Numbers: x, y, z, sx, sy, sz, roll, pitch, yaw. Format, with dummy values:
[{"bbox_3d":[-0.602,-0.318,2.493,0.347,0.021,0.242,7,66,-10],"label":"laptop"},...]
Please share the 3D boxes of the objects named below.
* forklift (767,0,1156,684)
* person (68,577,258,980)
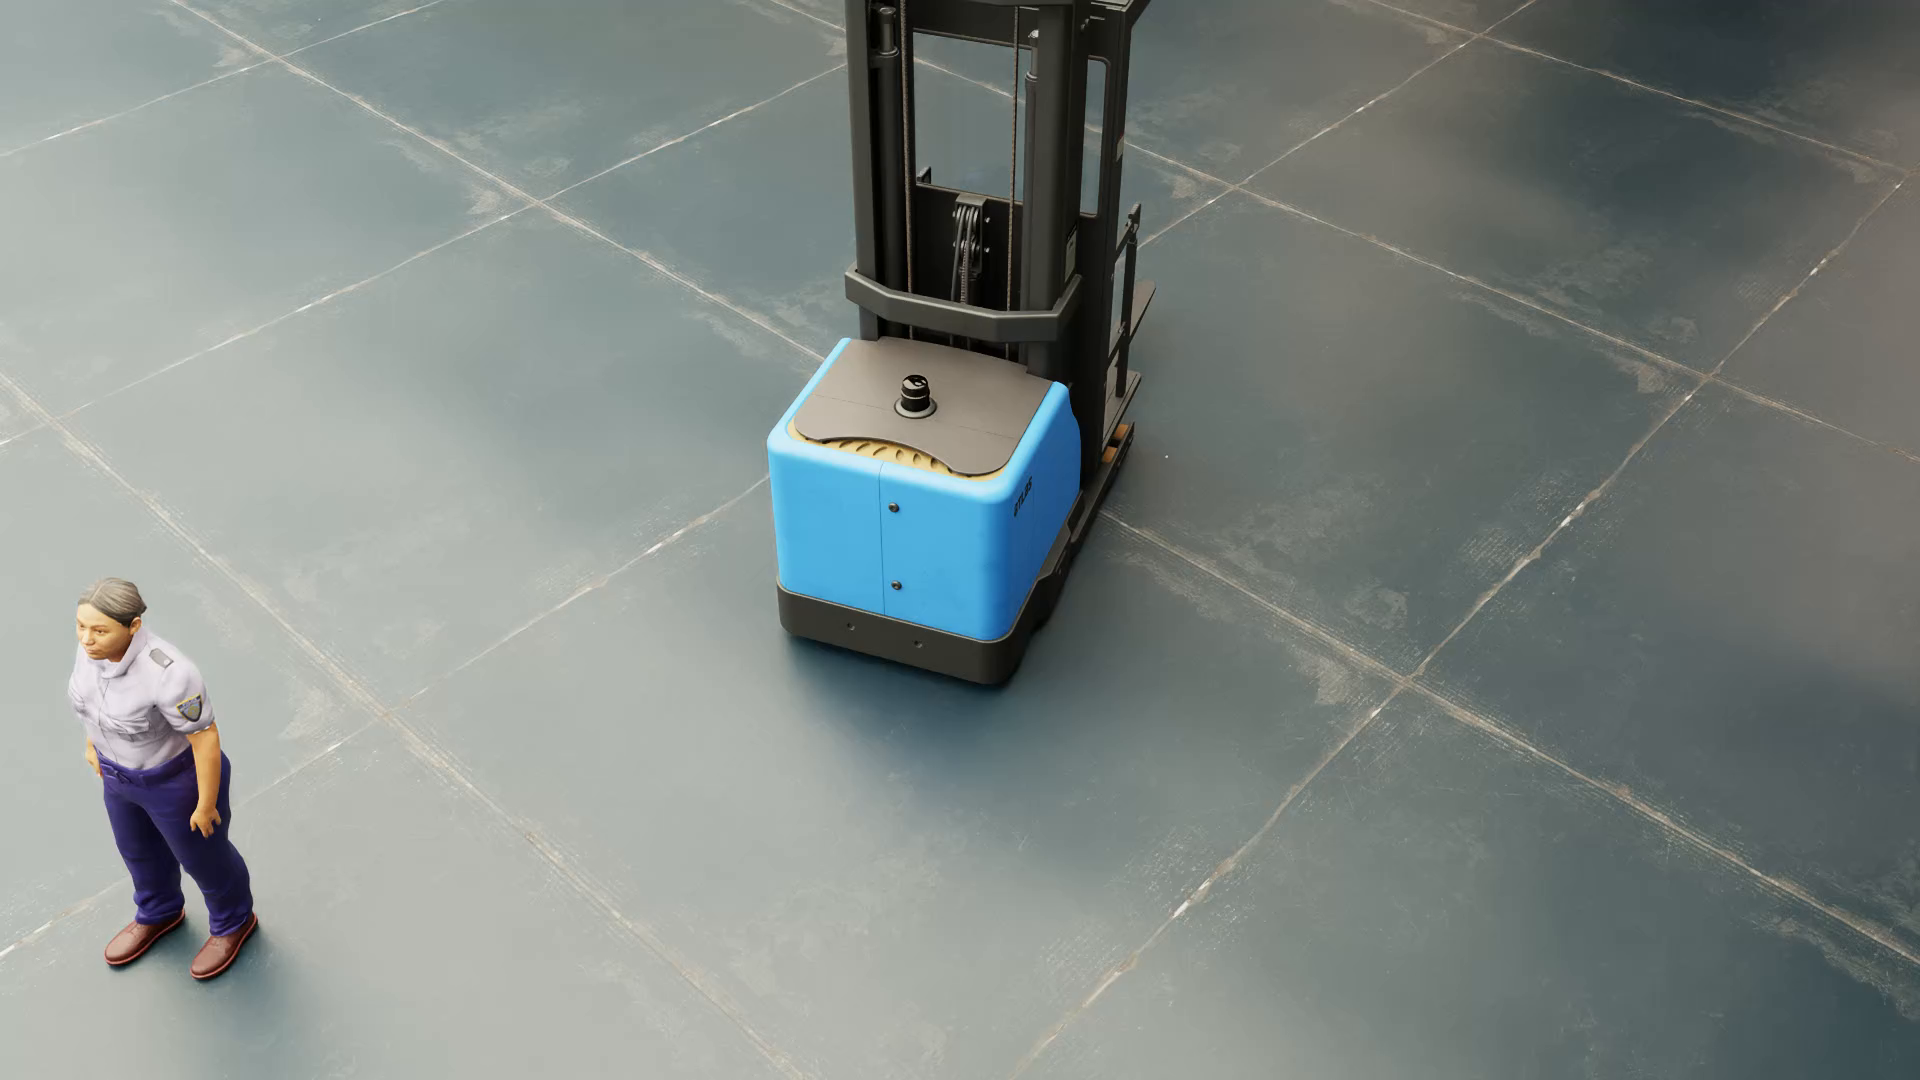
[{"bbox_3d":[0.211,-1.484,7.158,1.130,2.935,3.031,14,42,15],"label":"forklift"},{"bbox_3d":[-2.689,0.820,5.446,0.598,1.651,0.504,20,44,22],"label":"person"}]
